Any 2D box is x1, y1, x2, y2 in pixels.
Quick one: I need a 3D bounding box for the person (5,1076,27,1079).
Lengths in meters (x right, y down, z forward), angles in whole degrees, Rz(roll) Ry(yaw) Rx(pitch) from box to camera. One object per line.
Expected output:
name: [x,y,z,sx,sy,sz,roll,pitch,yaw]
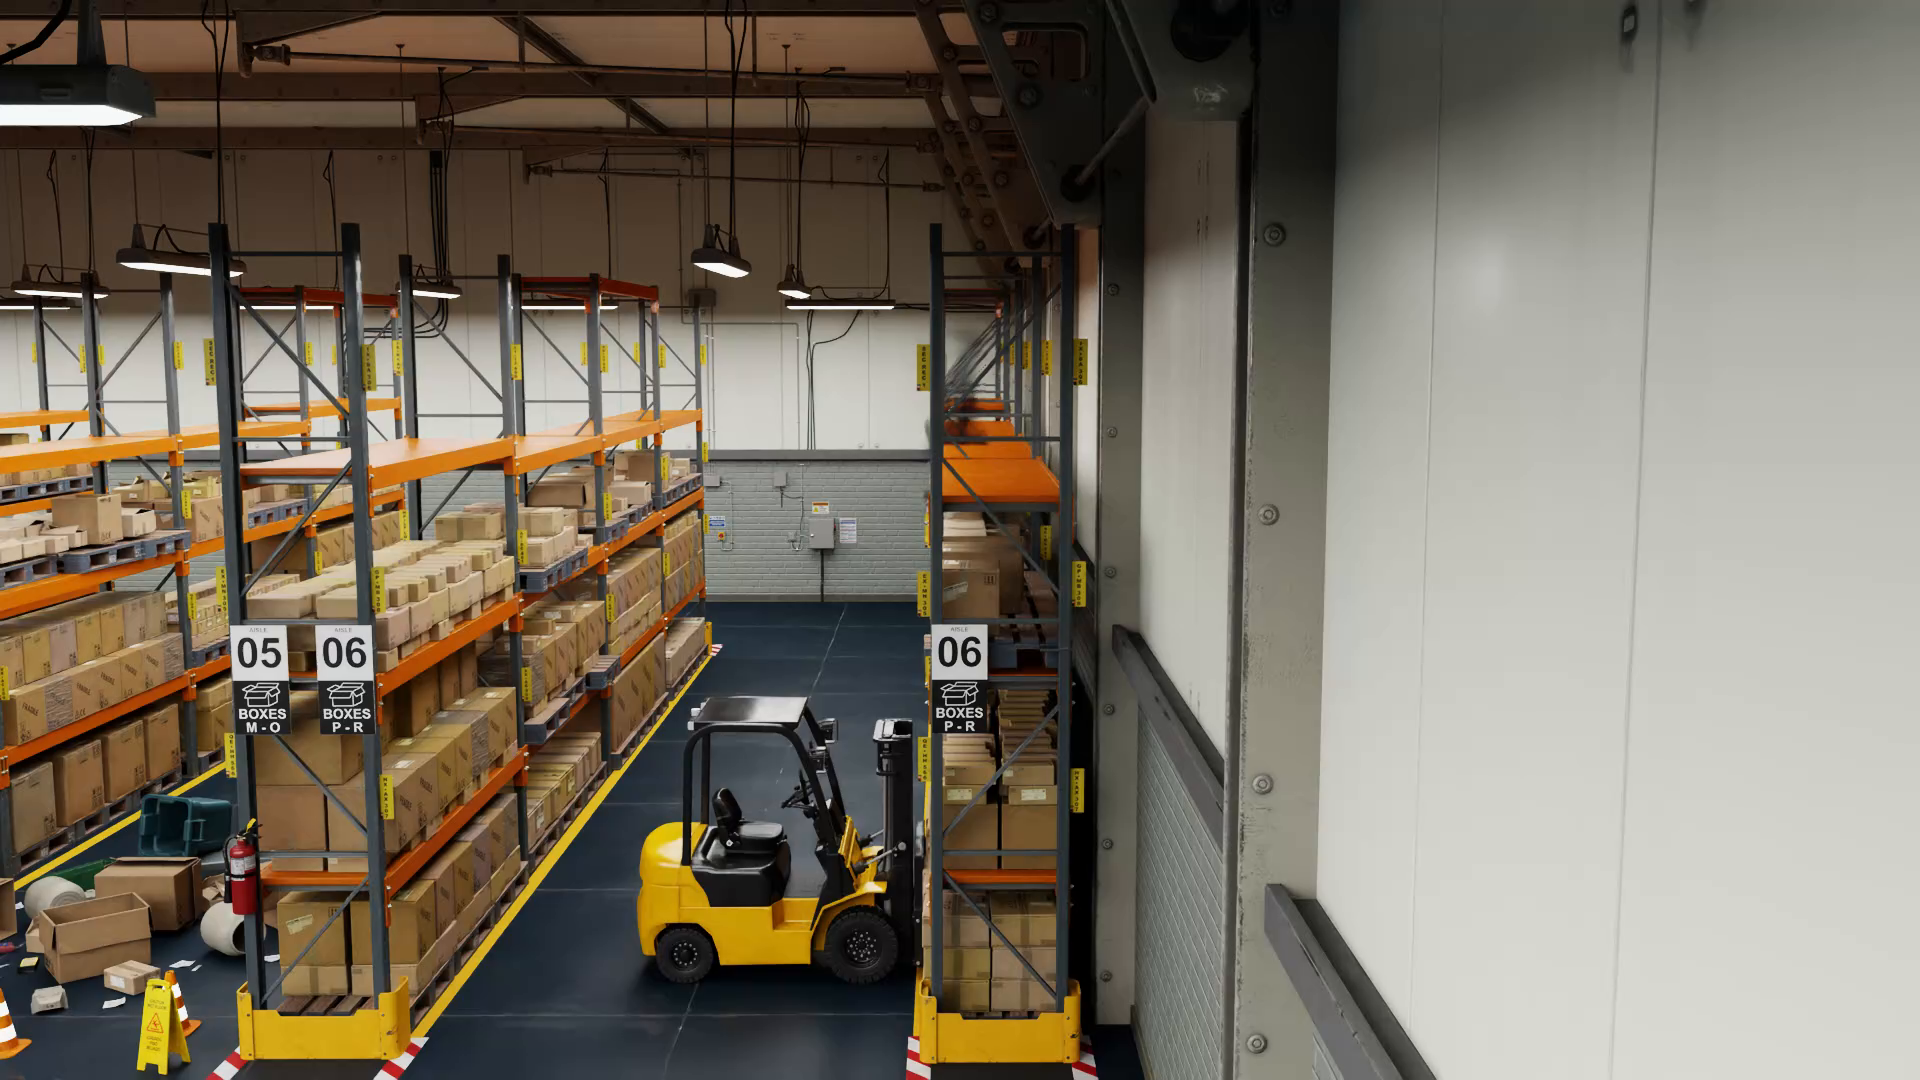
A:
person: [-4.881,3.418,8.593,0.610,1.612,0.975,-5,8,-37]
